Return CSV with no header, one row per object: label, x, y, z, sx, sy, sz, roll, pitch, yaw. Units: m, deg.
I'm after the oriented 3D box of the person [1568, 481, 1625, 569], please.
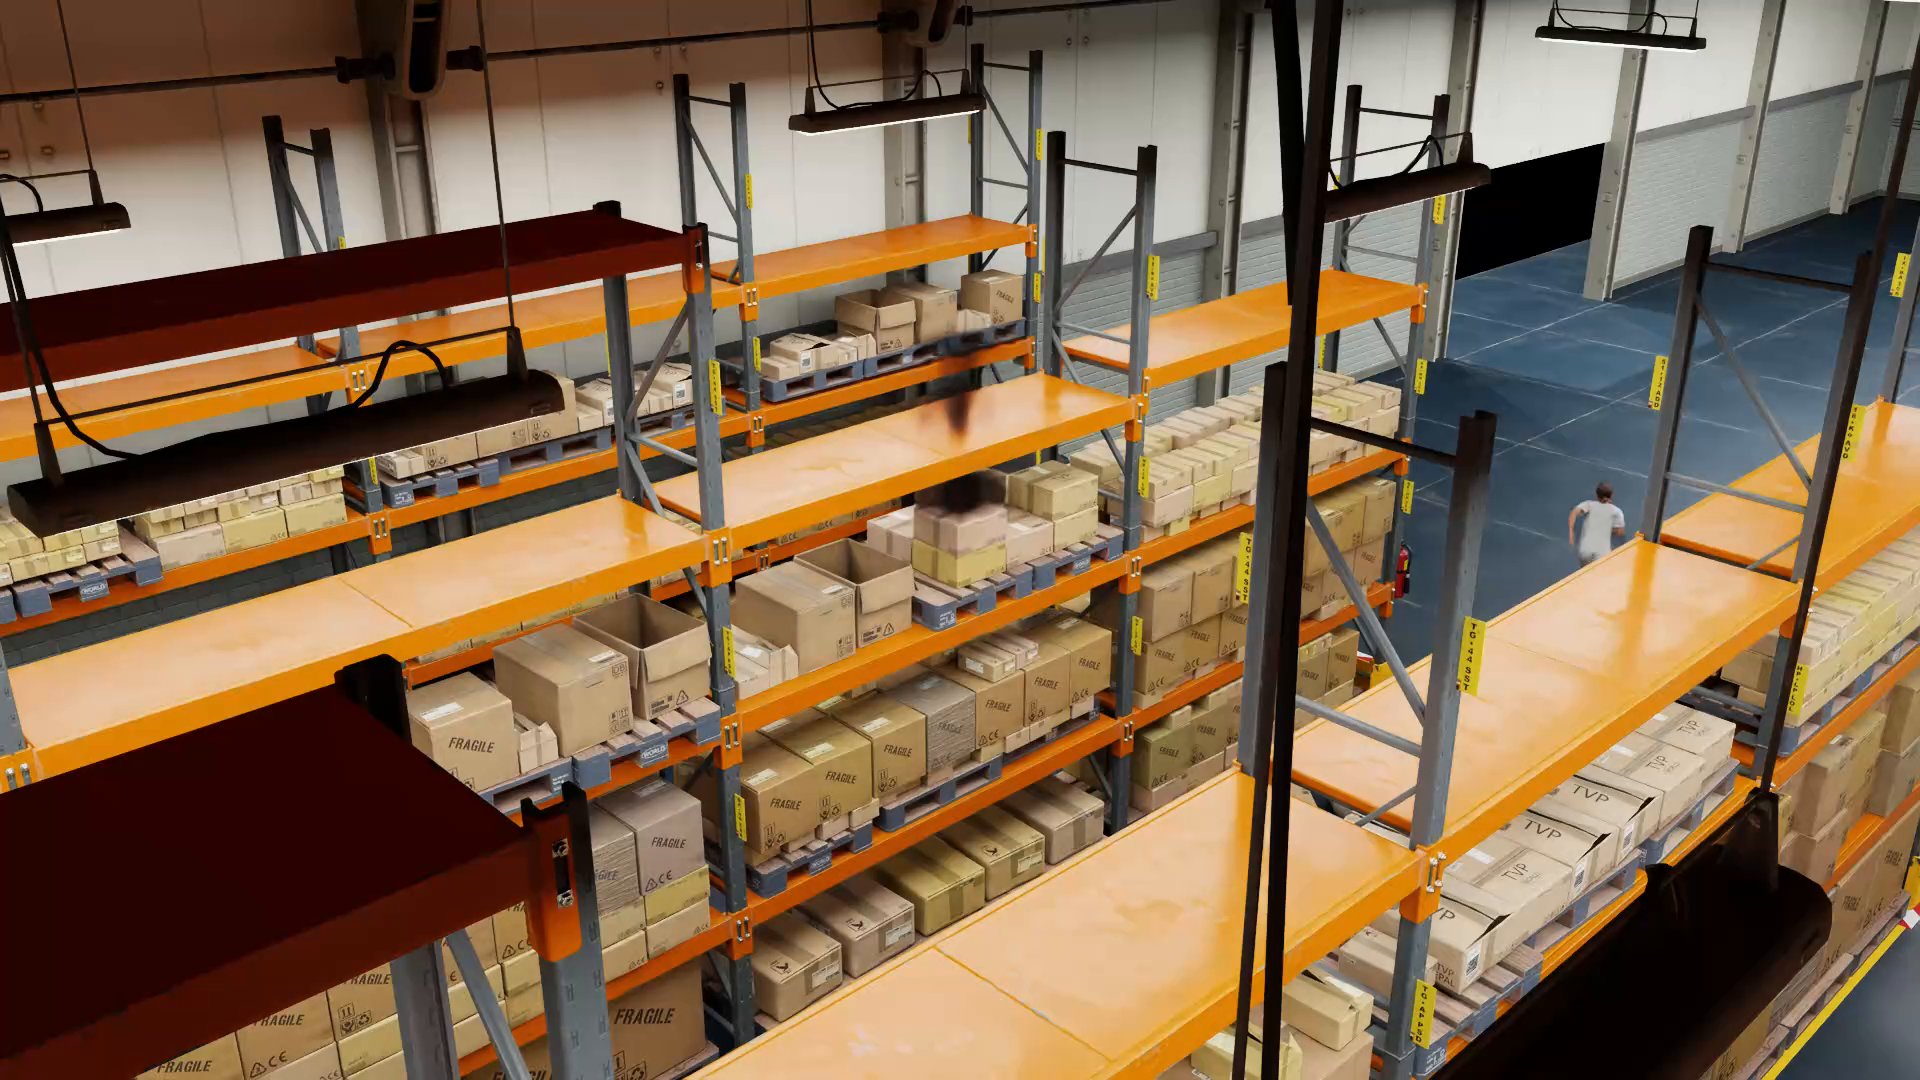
person,6.947,0.231,18.292,0.605,1.624,0.955,8,24,19
